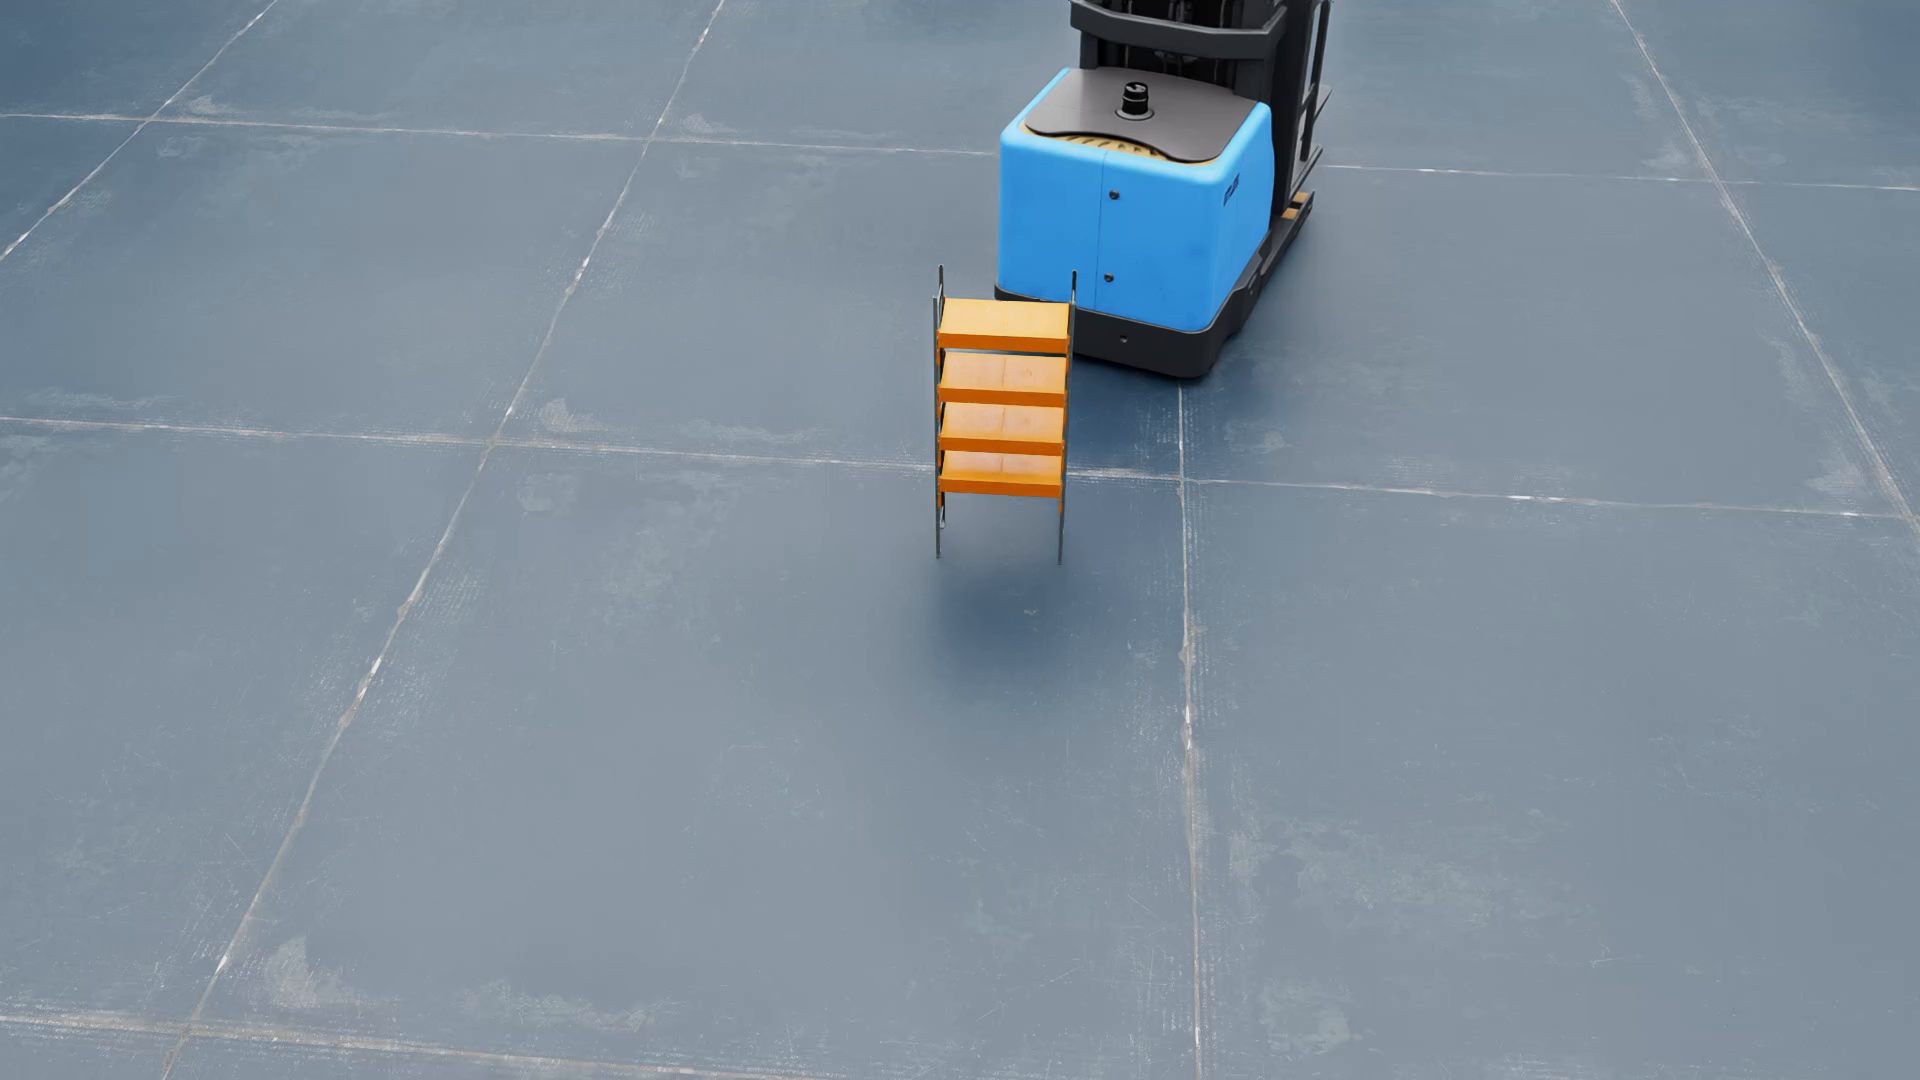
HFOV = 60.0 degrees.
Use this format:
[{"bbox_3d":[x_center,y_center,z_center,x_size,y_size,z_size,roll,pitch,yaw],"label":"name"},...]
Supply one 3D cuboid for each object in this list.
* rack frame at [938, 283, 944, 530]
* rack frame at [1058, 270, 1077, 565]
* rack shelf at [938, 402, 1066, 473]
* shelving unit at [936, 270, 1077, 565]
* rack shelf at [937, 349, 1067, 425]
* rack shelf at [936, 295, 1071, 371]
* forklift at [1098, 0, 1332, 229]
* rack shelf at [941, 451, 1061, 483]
[{"bbox_3d":[-0.078,-0.469,6.376,0.006,1.046,0.228,3,39,4],"label":"rack frame"},{"bbox_3d":[0.408,-0.443,6.344,0.015,1.200,0.240,3,39,4],"label":"rack frame"},{"bbox_3d":[0.165,-0.404,6.403,0.480,0.148,0.258,3,39,4],"label":"rack shelf"},{"bbox_3d":[0.167,-0.456,6.360,0.499,1.200,0.258,3,39,4],"label":"shelving unit"},{"bbox_3d":[0.165,-0.578,6.261,0.480,0.148,0.258,3,39,4],"label":"rack shelf"},{"bbox_3d":[0.165,-0.761,6.112,0.480,0.148,0.258,3,39,4],"label":"rack shelf"},{"bbox_3d":[1.225,-2.800,7.868,1.121,2.935,3.031,16,42,18],"label":"forklift"},{"bbox_3d":[0.165,-0.292,6.494,0.457,0.021,0.221,3,39,4],"label":"rack shelf"}]
